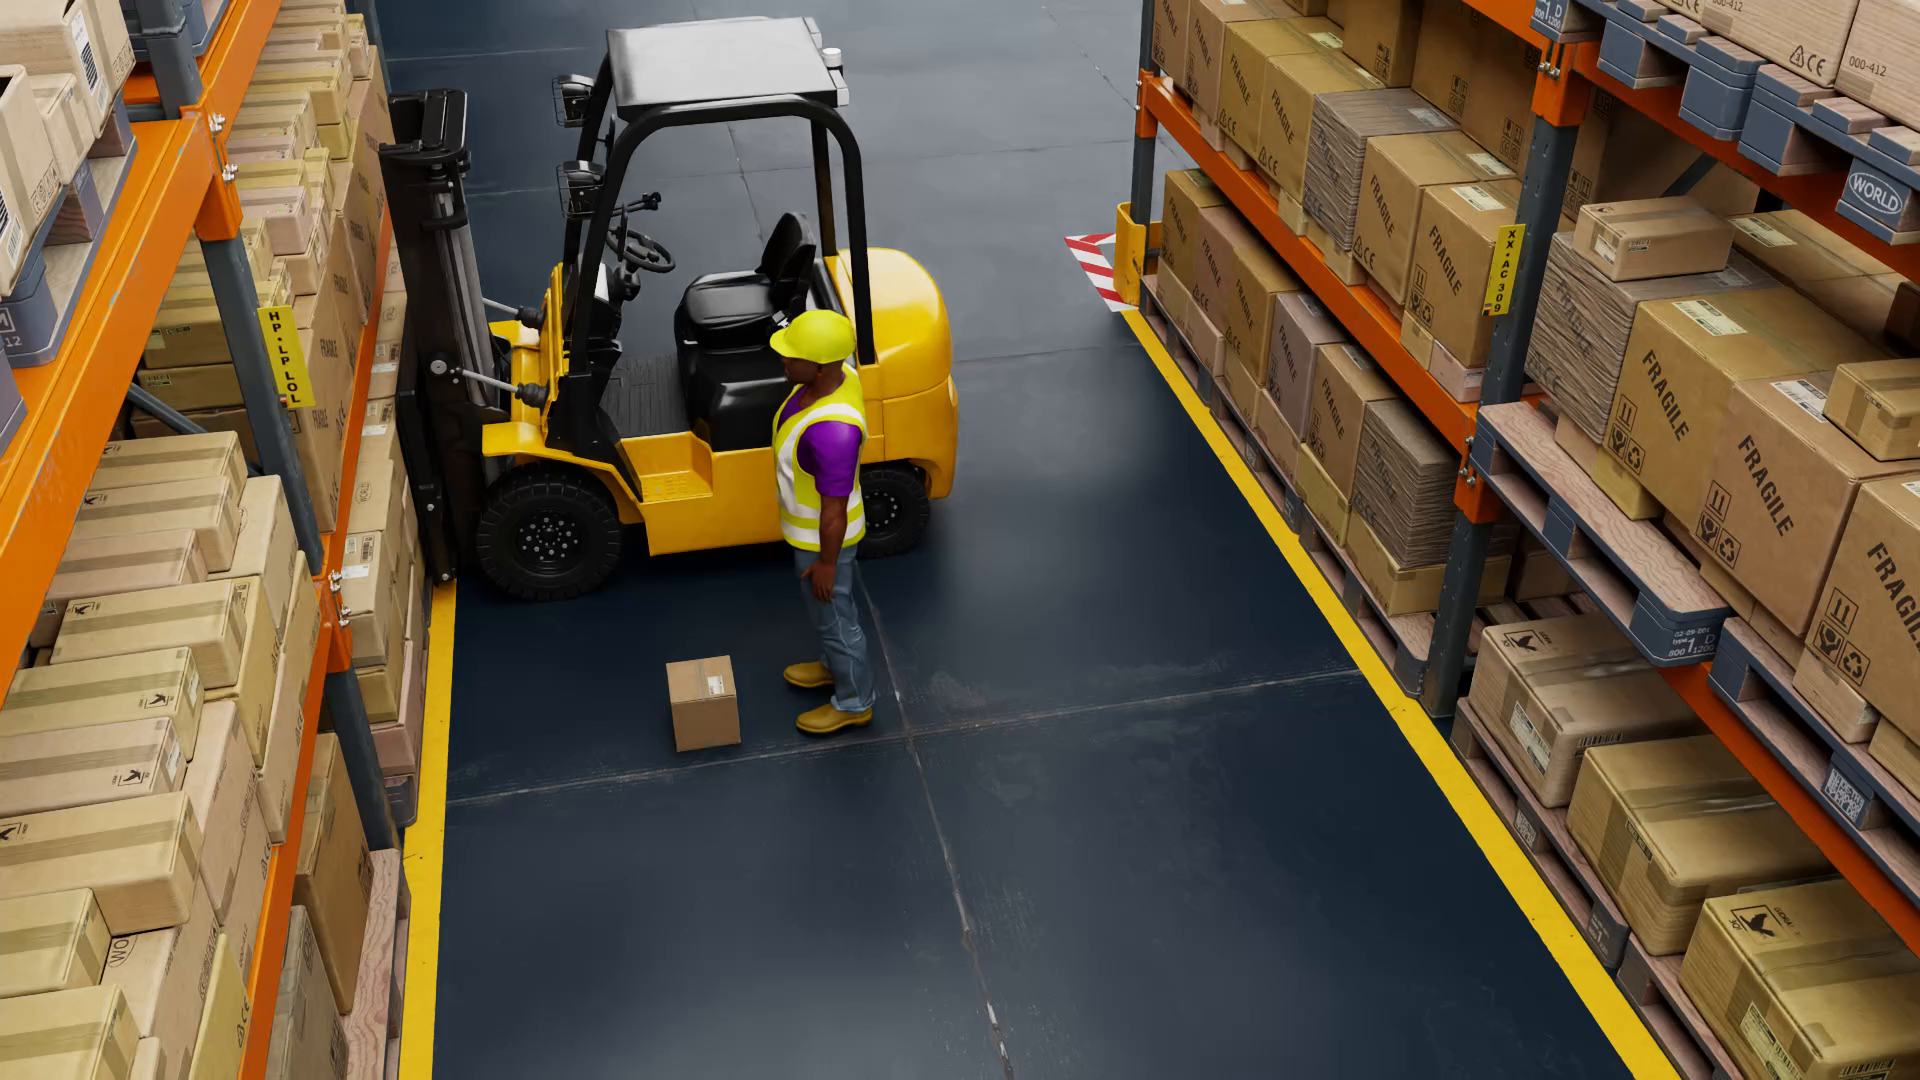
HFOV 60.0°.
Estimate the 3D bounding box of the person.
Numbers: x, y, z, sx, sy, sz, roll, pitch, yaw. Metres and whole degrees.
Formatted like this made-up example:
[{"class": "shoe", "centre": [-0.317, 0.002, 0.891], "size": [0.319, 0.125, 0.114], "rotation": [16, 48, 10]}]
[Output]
[{"class": "person", "centre": [-0.519, -0.059, 6.174], "size": [0.364, 1.770, 0.576], "rotation": [-4, 34, -6]}]
